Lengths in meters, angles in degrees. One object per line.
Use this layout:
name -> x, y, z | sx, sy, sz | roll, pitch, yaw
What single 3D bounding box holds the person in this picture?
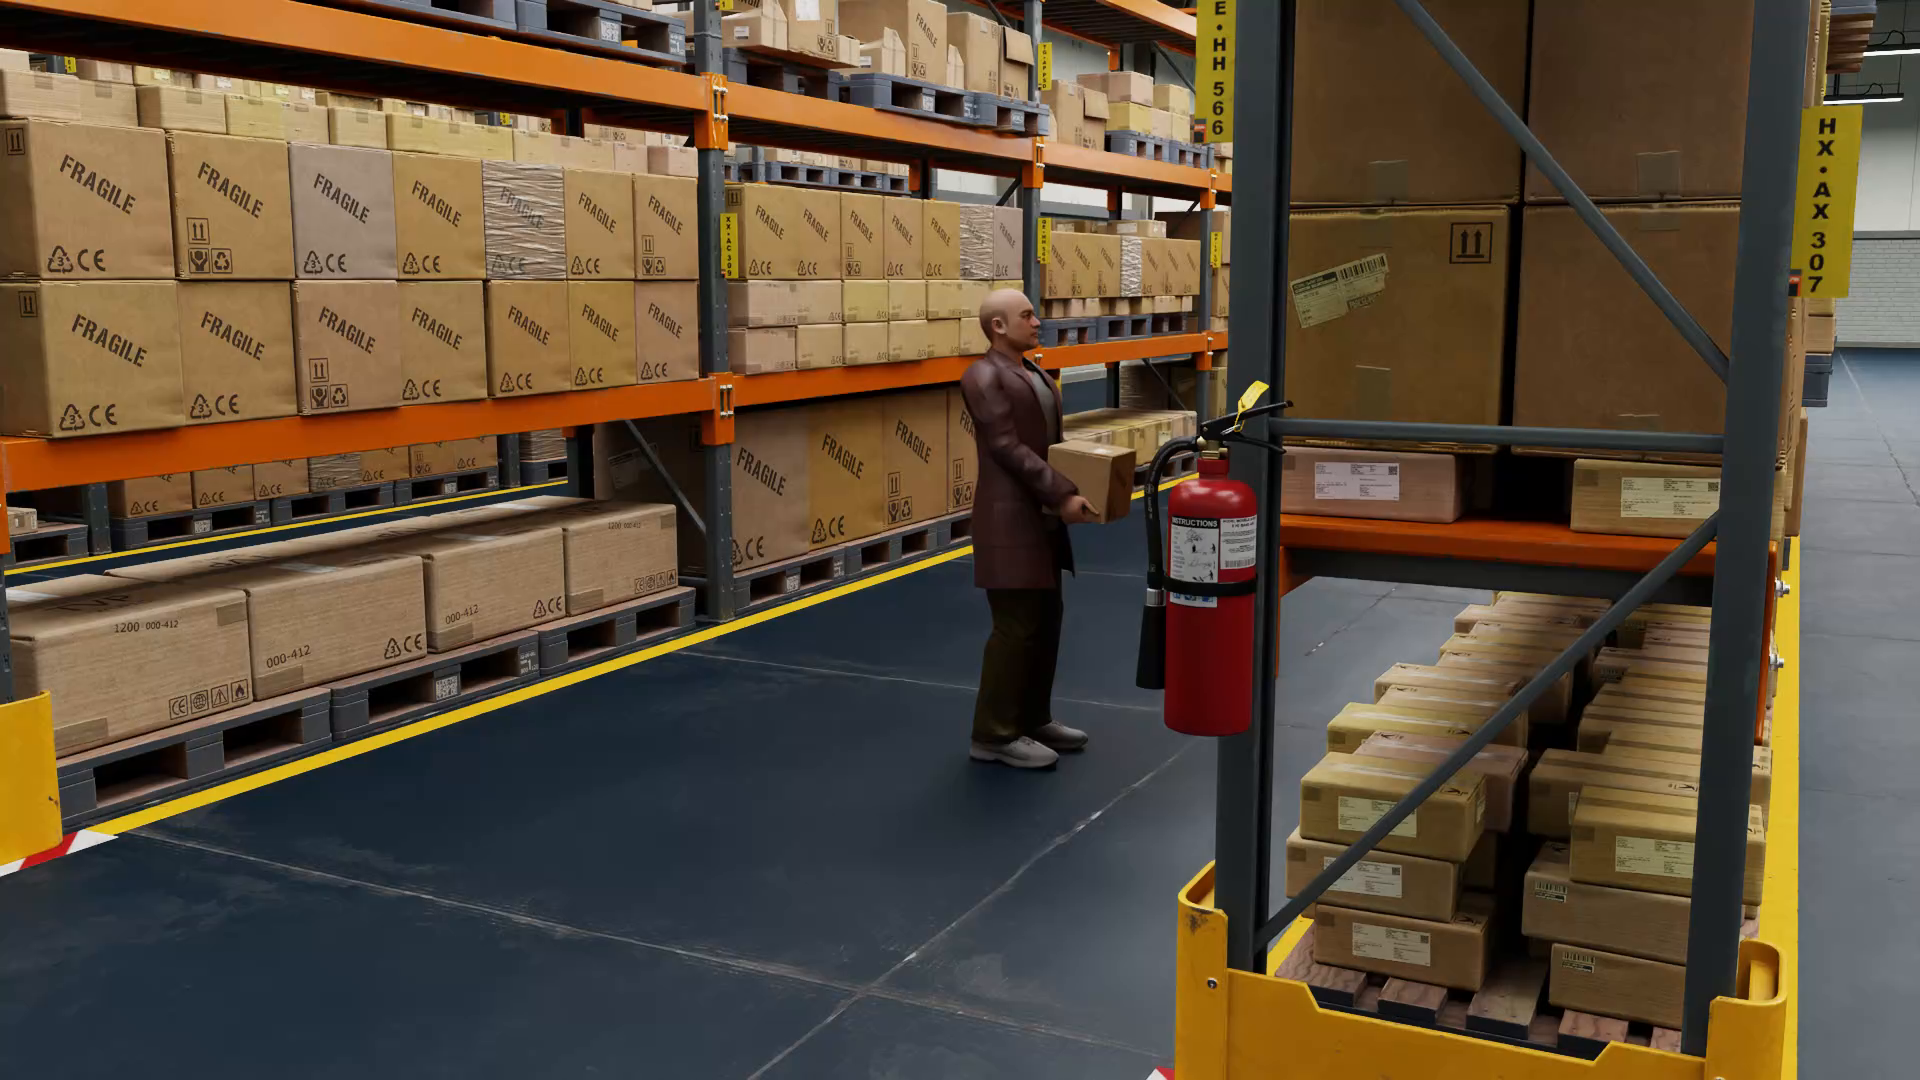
person -> 0.316, -0.049, 6.241 | 0.555, 1.769, 0.531 | 4, 10, 26
